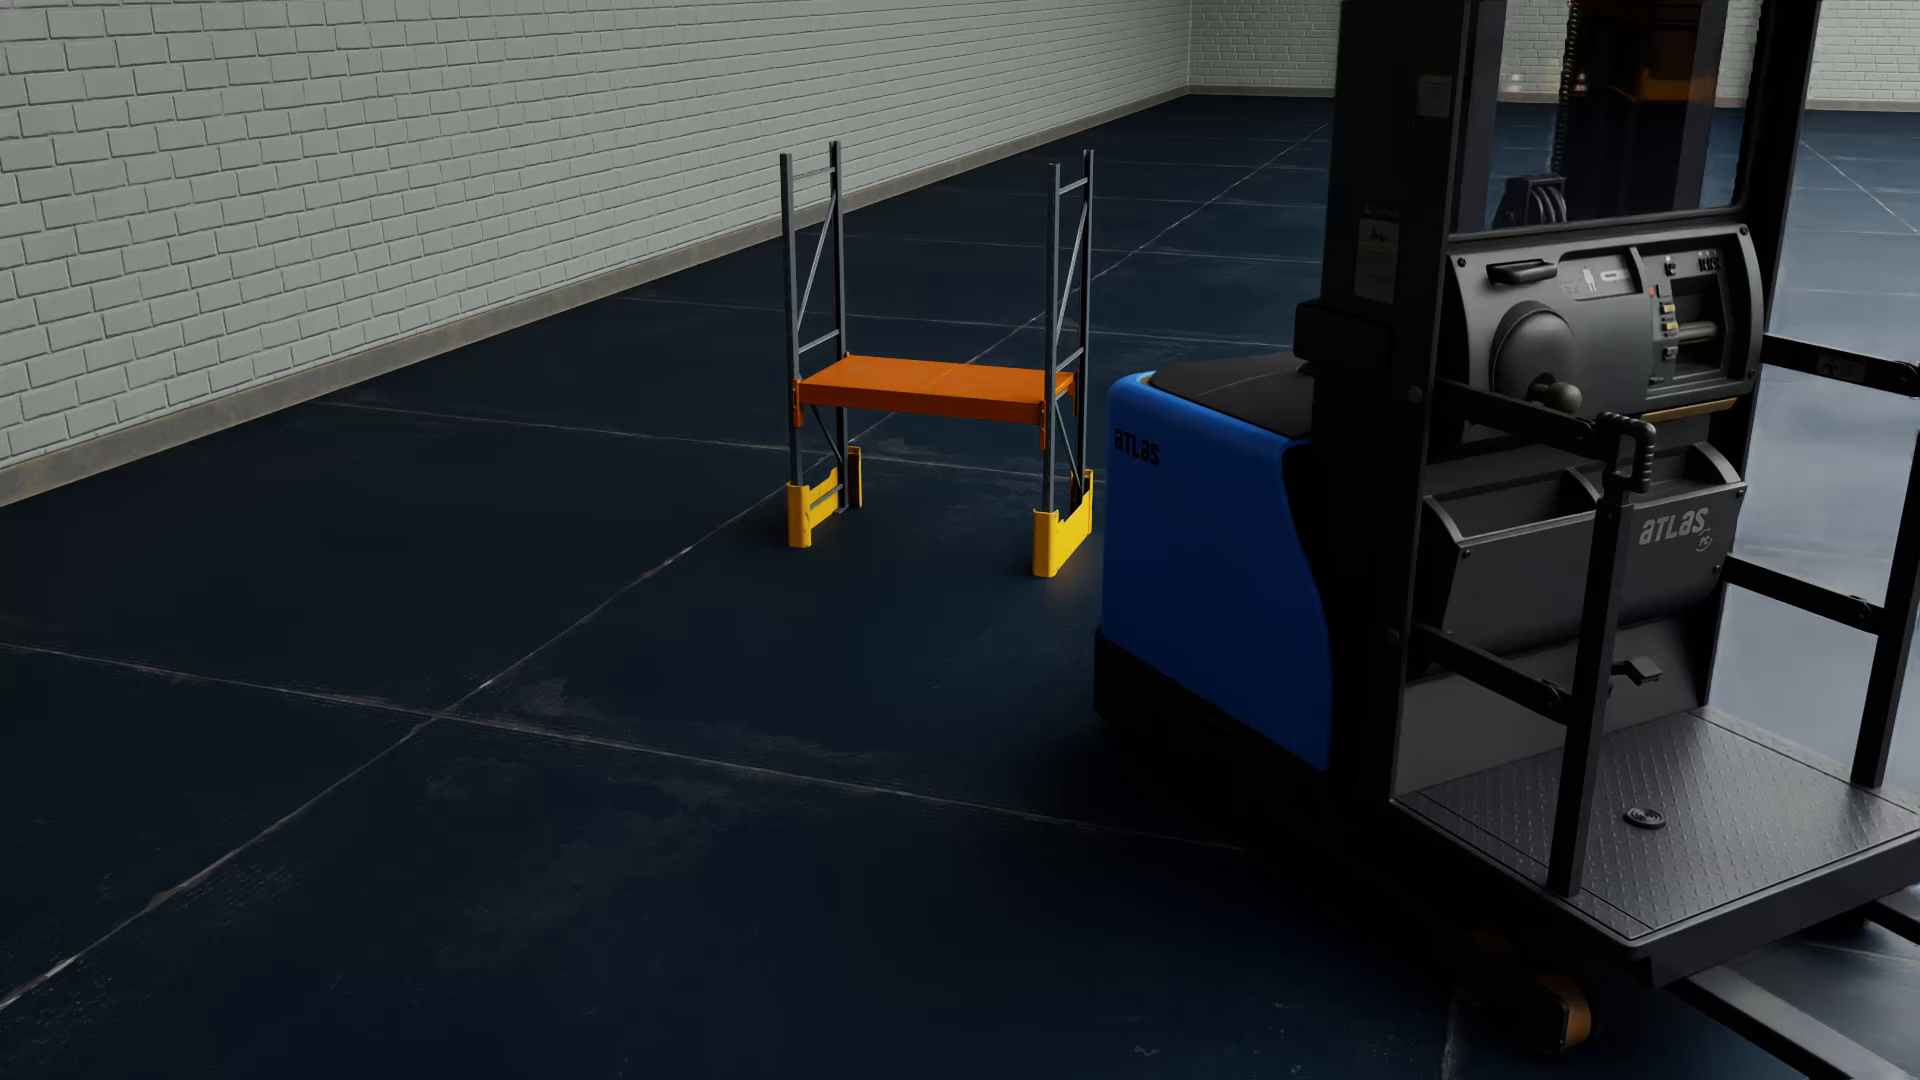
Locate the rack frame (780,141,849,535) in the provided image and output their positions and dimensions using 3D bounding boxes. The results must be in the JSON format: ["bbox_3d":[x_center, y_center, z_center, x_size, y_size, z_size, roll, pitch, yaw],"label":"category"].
[{"bbox_3d":[-0.561,-0.772,6.513,0.032,1.500,0.500,7,20,18],"label":"rack frame"}]

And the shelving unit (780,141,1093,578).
[{"bbox_3d":[-0.072,-0.716,6.353,1.083,1.500,0.587,7,20,18],"label":"shelving unit"}]

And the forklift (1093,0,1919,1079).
[{"bbox_3d":[1.544,-0.478,3.495,1.130,2.935,3.031,-10,22,-27],"label":"forklift"}]

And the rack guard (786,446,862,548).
[{"bbox_3d":[-0.542,-0.180,6.713,0.087,0.250,0.587,7,20,18],"label":"rack guard"}]

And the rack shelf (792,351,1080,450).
[{"bbox_3d":[-0.081,-0.548,6.415,1.000,0.185,0.538,7,20,18],"label":"rack shelf"}]

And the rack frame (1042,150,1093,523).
[{"bbox_3d":[0.400,-0.663,6.198,0.032,1.500,0.500,7,20,18],"label":"rack frame"}]

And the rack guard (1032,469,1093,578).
[{"bbox_3d":[0.398,-0.072,6.404,0.087,0.250,0.587,7,20,18],"label":"rack guard"}]
